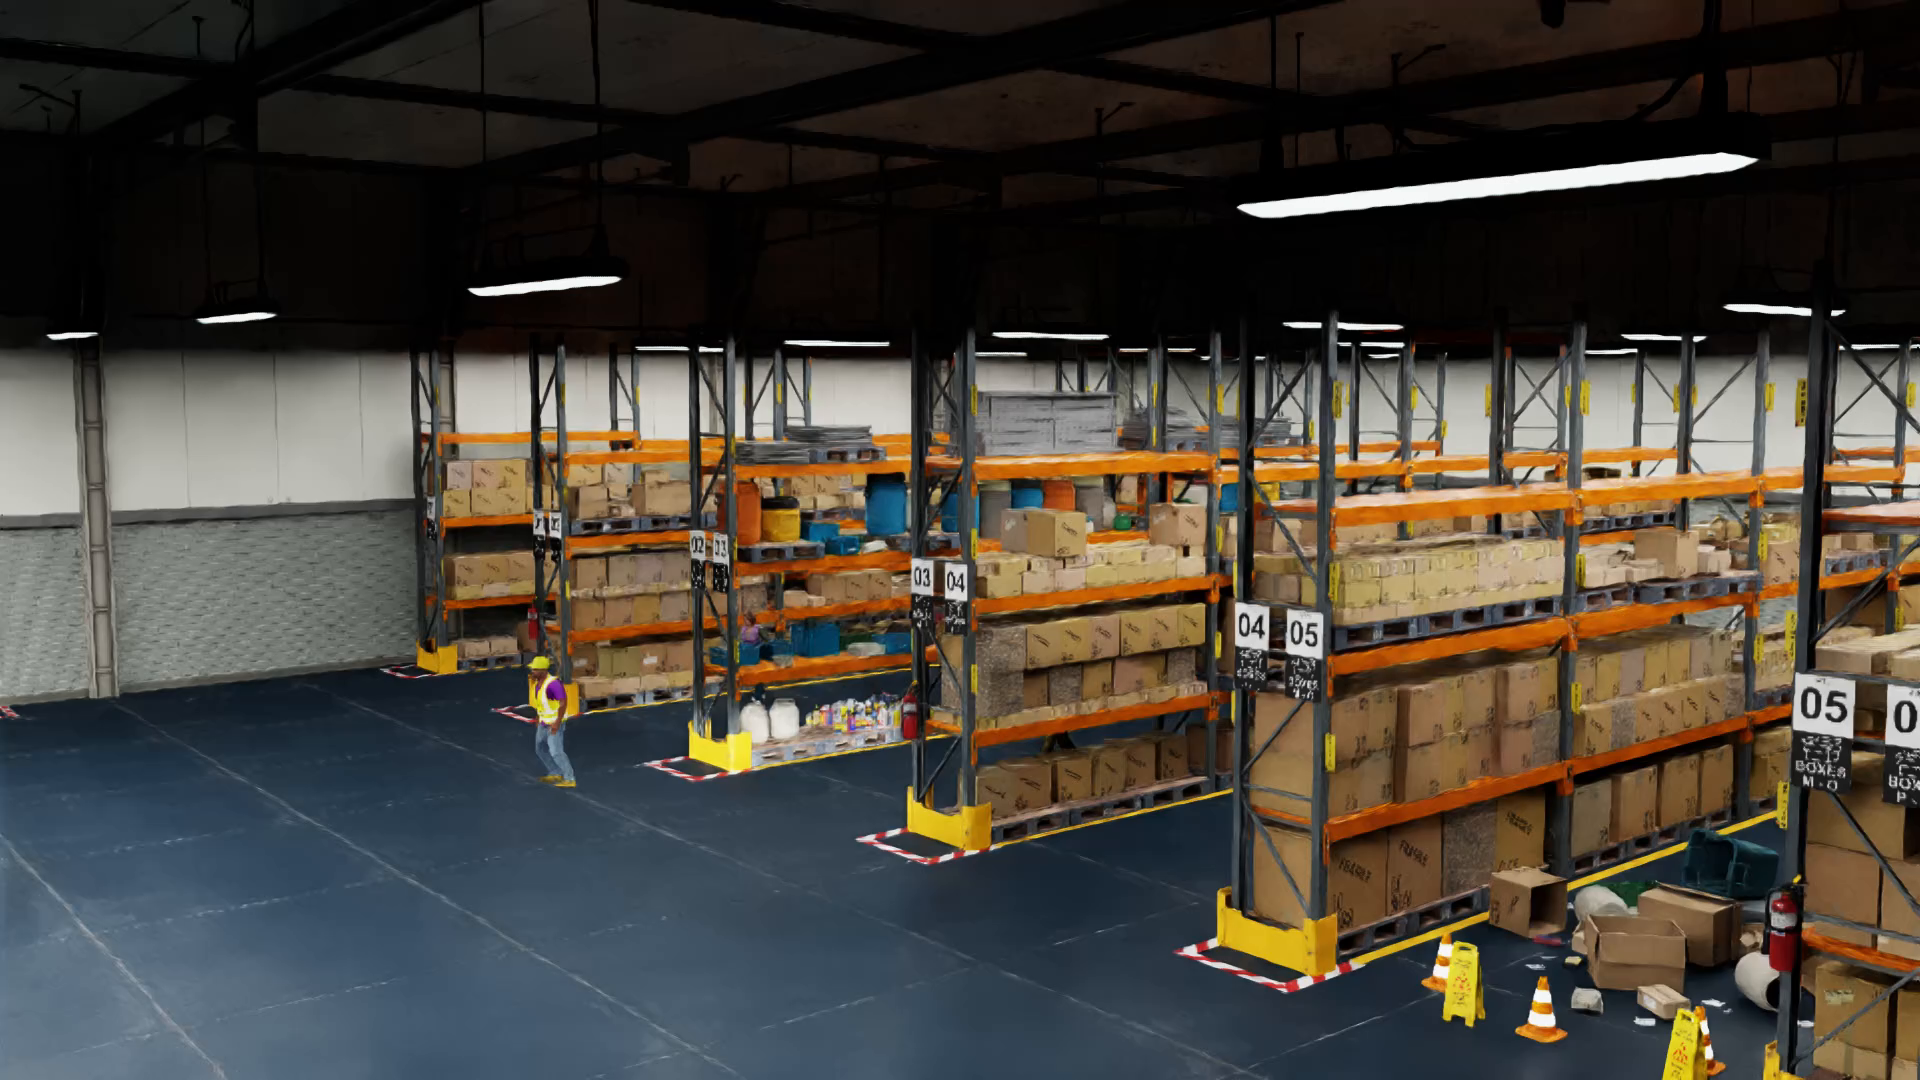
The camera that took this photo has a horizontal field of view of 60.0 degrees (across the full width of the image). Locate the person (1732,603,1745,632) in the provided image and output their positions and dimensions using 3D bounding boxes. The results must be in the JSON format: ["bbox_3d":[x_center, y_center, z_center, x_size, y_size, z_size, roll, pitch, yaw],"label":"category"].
[{"bbox_3d":[13.656,1.689,28.898,0.638,1.588,0.529,-1,5,-6],"label":"person"}]

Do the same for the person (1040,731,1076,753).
[{"bbox_3d":[1.201,2.274,21.905,1.193,1.698,0.598,-4,7,-37],"label":"person"}]

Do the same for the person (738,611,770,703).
[{"bbox_3d":[-3.310,1.897,26.966,0.566,1.531,0.767,3,6,30],"label":"person"}]

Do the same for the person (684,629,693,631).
[{"bbox_3d":[-5.133,1.390,31.590,0.700,1.690,0.863,4,6,33],"label":"person"}]

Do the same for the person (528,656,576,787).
[{"bbox_3d":[-5.285,2.337,21.442,0.578,1.714,0.719,-5,7,-40],"label":"person"}]
